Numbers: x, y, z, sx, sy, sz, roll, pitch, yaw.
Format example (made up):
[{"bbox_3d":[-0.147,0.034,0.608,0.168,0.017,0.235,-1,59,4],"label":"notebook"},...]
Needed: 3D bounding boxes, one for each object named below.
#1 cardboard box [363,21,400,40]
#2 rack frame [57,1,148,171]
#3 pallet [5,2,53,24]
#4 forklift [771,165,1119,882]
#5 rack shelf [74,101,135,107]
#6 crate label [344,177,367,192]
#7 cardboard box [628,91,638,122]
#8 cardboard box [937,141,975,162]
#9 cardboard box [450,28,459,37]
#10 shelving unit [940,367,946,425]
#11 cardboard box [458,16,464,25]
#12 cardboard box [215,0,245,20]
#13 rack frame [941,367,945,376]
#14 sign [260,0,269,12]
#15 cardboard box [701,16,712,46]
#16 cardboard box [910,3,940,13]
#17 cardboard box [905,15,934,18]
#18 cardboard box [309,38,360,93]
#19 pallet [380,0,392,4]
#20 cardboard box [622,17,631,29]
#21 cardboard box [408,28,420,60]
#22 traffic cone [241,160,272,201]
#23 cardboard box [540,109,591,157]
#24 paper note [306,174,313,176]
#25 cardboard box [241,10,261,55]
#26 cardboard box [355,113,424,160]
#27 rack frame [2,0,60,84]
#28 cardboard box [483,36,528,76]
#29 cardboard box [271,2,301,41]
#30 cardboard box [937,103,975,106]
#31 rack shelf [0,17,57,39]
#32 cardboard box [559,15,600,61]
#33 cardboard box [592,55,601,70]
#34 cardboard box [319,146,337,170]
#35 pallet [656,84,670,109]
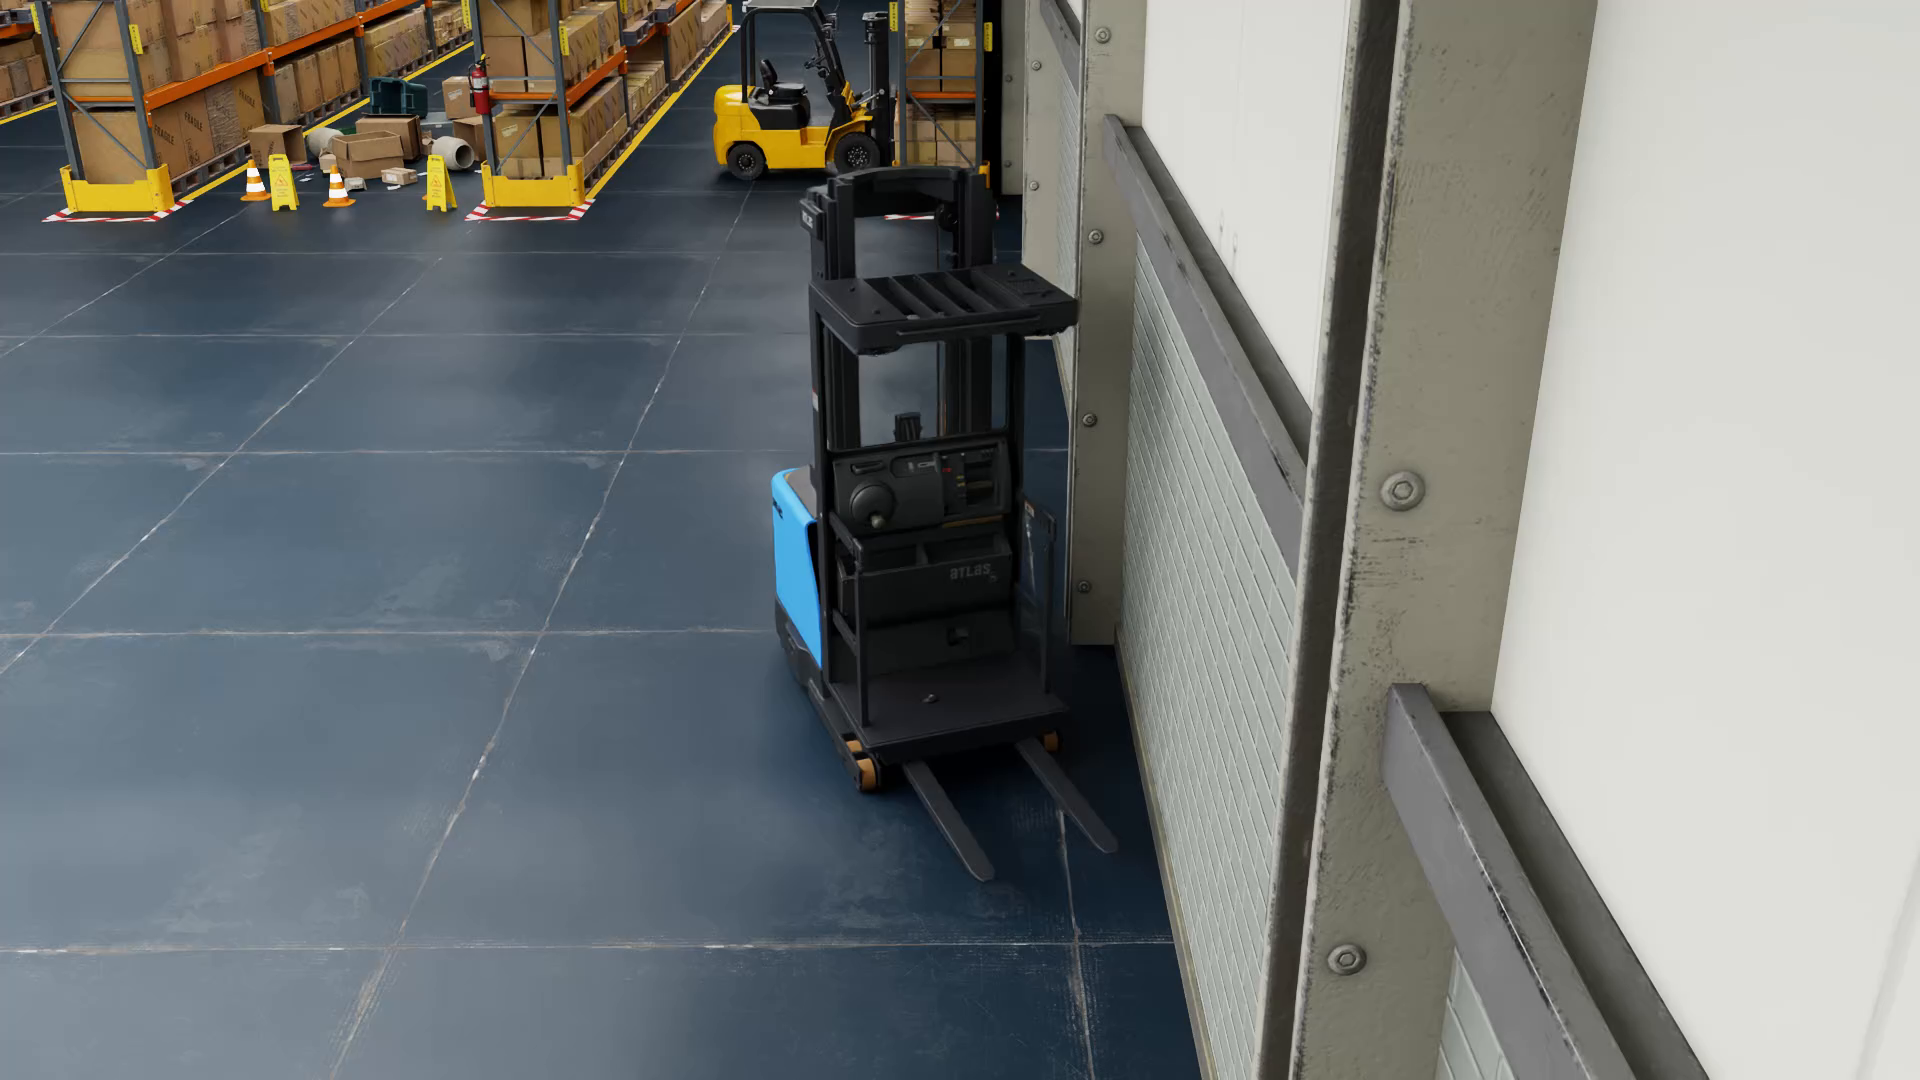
[{"bbox_3d":[-9.992,-8.782,28.642,0.500,0.250,0.500,0,24,0],"label":"cardboard box"},{"bbox_3d":[-10.144,-5.394,19.536,0.949,2.616,0.053,0,24,-1],"label":"rack frame"},{"bbox_3d":[-15.075,-8.329,26.259,1.213,0.211,1.003,0,24,-1],"label":"pallet"},{"bbox_3d":[-13.908,-6.867,22.878,15.999,2.935,42.665,-9,26,-18],"label":"forklift"},{"bbox_3d":[-10.163,-5.955,21.477,0.831,0.071,3.687,0,24,-1],"label":"rack shelf"},{"bbox_3d":[-7.664,-4.503,21.041,0.250,0.136,0.298,-14,28,-28],"label":"crate label"},{"bbox_3d":[-5.244,-6.316,24.254,0.950,0.372,0.625,0,24,0],"label":"cardboard box"},{"bbox_3d":[-0.027,-4.842,20.537,0.500,0.250,0.500,0,24,0],"label":"cardboard box"},{"bbox_3d":[-10.009,-9.917,32.487,0.380,0.149,0.250,-1,24,-2],"label":"cardboard box"},{"bbox_3d":[-2.865,-5.278,20.735,5.752,1.800,21.905,0,24,-1],"label":"shelving unit"},{"bbox_3d":[-10.014,-10.265,32.896,0.380,0.149,0.250,1,24,2],"label":"cardboard box"},{"bbox_3d":[-10.093,-7.224,22.090,0.875,0.550,0.550,0,24,-1],"label":"cardboard box"},{"bbox_3d":[-0.001,-0.578,11.073,0.240,1.200,0.006,0,24,-1],"label":"rack frame"},{"bbox_3d":[-9.673,-9.800,26.332,0.100,1.808,8.007,0,24,-1],"label":"sign"},{"bbox_3d":[-5.223,-9.686,31.625,0.875,0.438,0.875,-1,24,-1],"label":"cardboard box"},{"bbox_3d":[-0.452,-6.841,21.465,0.380,0.149,0.250,0,24,0],"label":"cardboard box"},{"bbox_3d":[-0.507,-6.314,20.301,0.380,0.149,0.250,0,24,1],"label":"cardboard box"},{"bbox_3d":[-10.312,-7.605,26.646,1.050,0.750,0.750,-1,24,-1],"label":"cardboard box"},{"bbox_3d":[-10.291,-9.418,28.667,1.003,0.211,1.213,0,24,-1],"label":"pallet"},{"bbox_3d":[-4.926,-7.412,23.793,0.380,0.149,0.250,0,24,0],"label":"cardboard box"},{"bbox_3d":[-10.007,-8.876,29.758,0.500,0.500,0.500,-1,24,-2],"label":"cardboard box"},{"bbox_3d":[-8.727,-4.463,20.557,0.336,0.463,0.334,0,24,-1],"label":"traffic cone"},{"bbox_3d":[-4.926,-5.081,20.762,0.500,0.500,0.500,-1,24,-2],"label":"cardboard box"},{"bbox_3d":[-8.541,-4.798,21.845,0.032,0.001,0.123,13,27,27],"label":"paper note"},{"bbox_3d":[-10.169,-6.958,22.813,0.875,0.550,0.550,0,24,-1],"label":"cardboard box"},{"bbox_3d":[-7.762,-5.480,22.591,0.797,0.637,0.503,0,24,-1],"label":"cardboard box"},{"bbox_3d":[-15.189,-8.710,26.867,1.000,3.000,0.127,0,24,-1],"label":"rack frame"},{"bbox_3d":[-5.474,-5.861,20.087,0.500,0.500,0.500,-1,24,-1],"label":"cardboard box"},{"bbox_3d":[-9.928,-7.513,24.101,0.500,0.500,0.500,0,24,0],"label":"cardboard box"},{"bbox_3d":[-0.049,-5.486,21.355,0.500,0.250,0.500,0,24,-1],"label":"cardboard box"},{"bbox_3d":[-15.167,-7.558,25.193,1.077,0.370,4.000,0,24,-1],"label":"rack shelf"},{"bbox_3d":[-4.950,-6.468,21.429,0.500,0.500,0.500,-1,24,-2],"label":"cardboard box"},{"bbox_3d":[-4.901,-6.230,21.690,0.380,0.149,0.250,0,24,0],"label":"cardboard box"},{"bbox_3d":[-8.324,-5.096,22.196,0.396,0.266,0.258,4,25,9],"label":"cardboard box"},{"bbox_3d":[-5.273,-7.162,26.828,1.003,0.211,1.213,0,24,-1],"label":"pallet"}]
